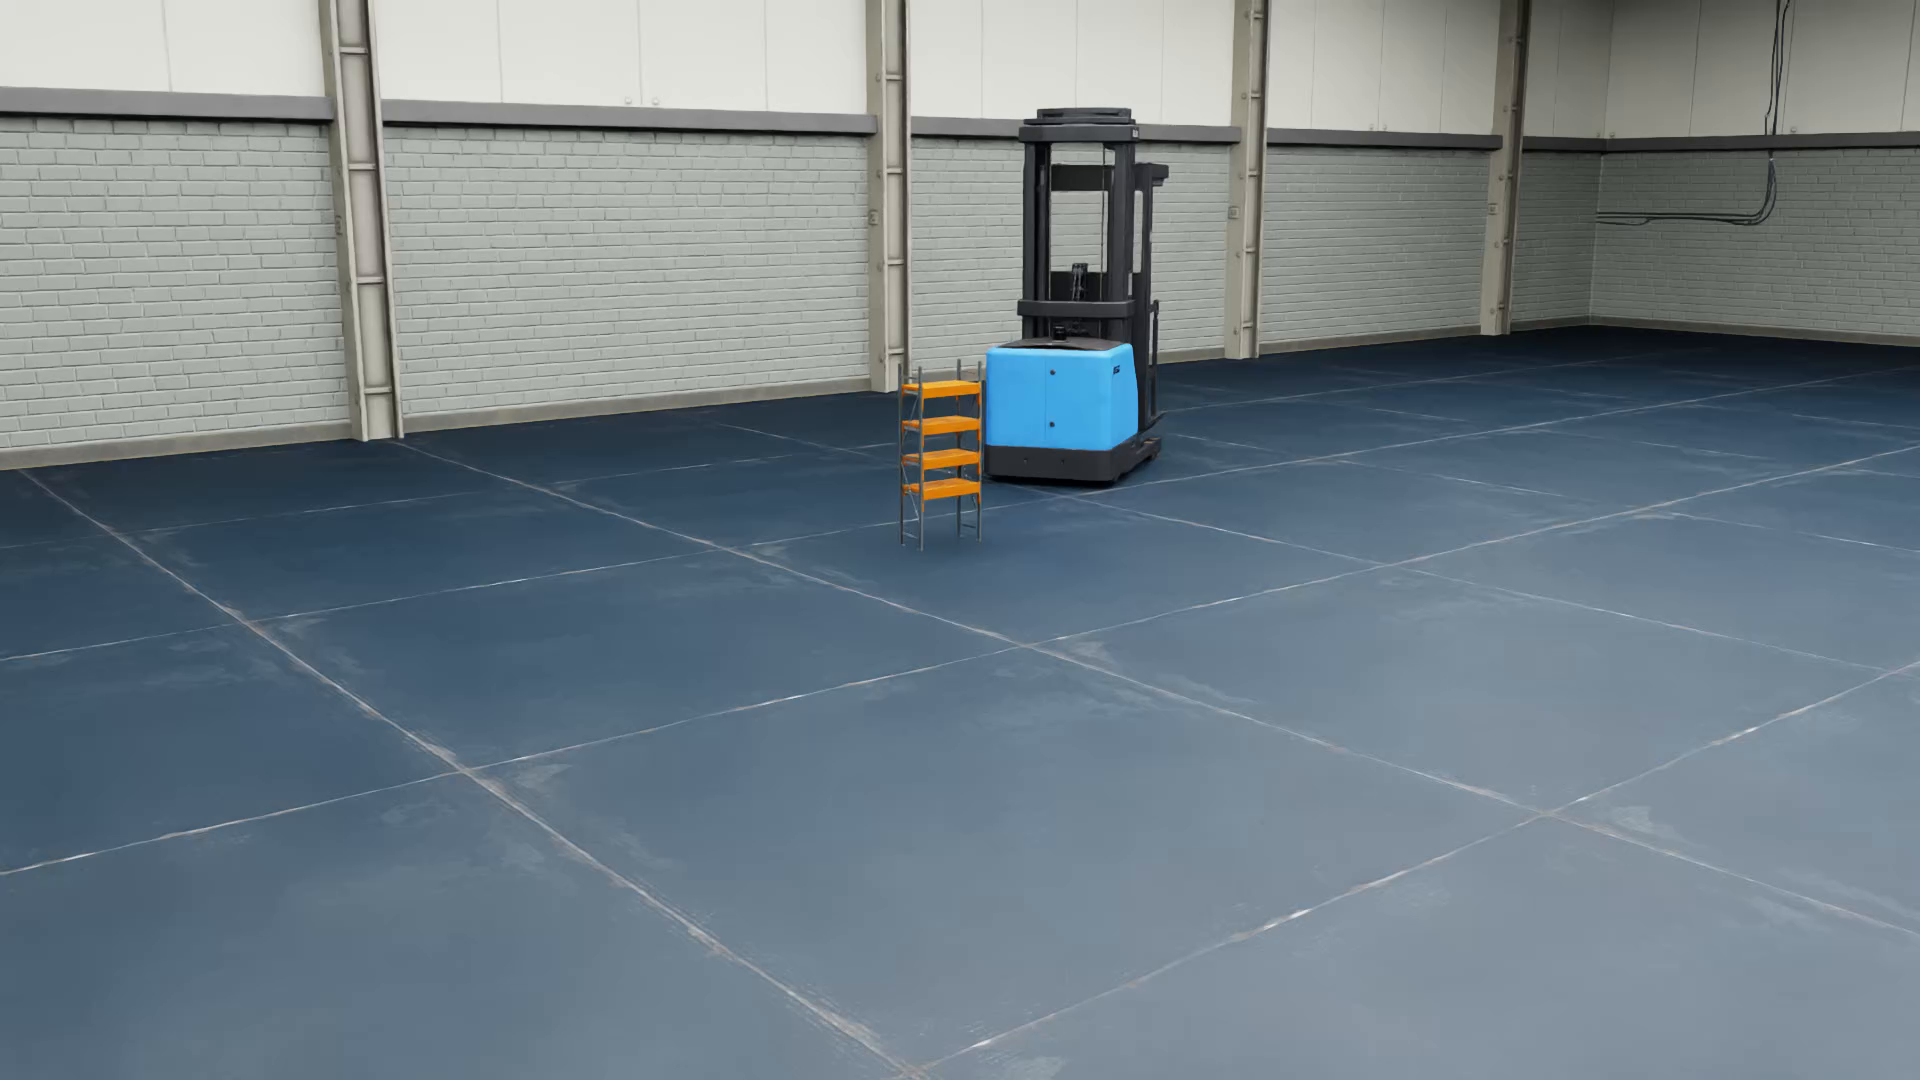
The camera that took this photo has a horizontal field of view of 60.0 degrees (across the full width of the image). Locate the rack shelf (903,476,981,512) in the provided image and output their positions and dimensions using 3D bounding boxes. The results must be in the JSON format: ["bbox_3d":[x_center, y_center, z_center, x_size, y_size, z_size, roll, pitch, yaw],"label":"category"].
[{"bbox_3d":[-0.129,-0.305,10.958,0.480,0.148,0.258,-9,15,-38],"label":"rack shelf"}]

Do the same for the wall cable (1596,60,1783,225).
[{"bbox_3d":[11.696,-6.351,26.851,0.112,2.526,3.097,-9,15,-38],"label":"wall cable"}]

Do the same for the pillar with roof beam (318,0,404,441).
[{"bbox_3d":[-2.797,-4.669,11.450,0.400,9.000,9.100,-9,15,-38],"label":"pillar with roof beam"}]

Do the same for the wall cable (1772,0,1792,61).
[{"bbox_3d":[13.386,-8.383,24.260,0.112,2.526,3.097,-9,15,-38],"label":"wall cable"}]

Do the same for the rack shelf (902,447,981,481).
[{"bbox_3d":[-0.129,-0.500,10.917,0.480,0.148,0.258,-9,15,-38],"label":"rack shelf"}]

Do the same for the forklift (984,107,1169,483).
[{"bbox_3d":[1.137,-2.150,14.197,1.130,2.935,3.031,4,13,18],"label":"forklift"}]

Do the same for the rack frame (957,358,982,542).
[{"bbox_3d":[0.061,-0.597,11.052,0.015,1.200,0.240,-9,15,-38],"label":"rack frame"}]

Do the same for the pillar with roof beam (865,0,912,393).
[{"bbox_3d":[1.888,-5.447,15.117,0.400,9.000,9.100,-9,15,-38],"label":"pillar with roof beam"}]

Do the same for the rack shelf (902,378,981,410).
[{"bbox_3d":[-0.129,-0.950,10.821,0.480,0.148,0.258,-9,15,-38],"label":"rack shelf"}]

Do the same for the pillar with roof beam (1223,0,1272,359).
[{"bbox_3d":[6.574,-6.226,18.783,0.400,9.000,9.100,-9,15,-38],"label":"pillar with roof beam"}]

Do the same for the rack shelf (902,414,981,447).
[{"bbox_3d":[-0.129,-0.718,10.871,0.480,0.148,0.258,-9,15,-38],"label":"rack shelf"}]

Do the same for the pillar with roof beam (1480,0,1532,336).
[{"bbox_3d":[11.259,-7.004,22.450,0.400,9.000,9.100,-9,15,-38],"label":"pillar with roof beam"}]

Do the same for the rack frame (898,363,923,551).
[{"bbox_3d":[-0.320,-0.534,10.754,0.015,1.200,0.240,-9,15,-38],"label":"rack frame"}]

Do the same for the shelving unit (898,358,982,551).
[{"bbox_3d":[-0.129,-0.565,10.903,0.503,1.200,0.258,-9,15,-38],"label":"shelving unit"}]
